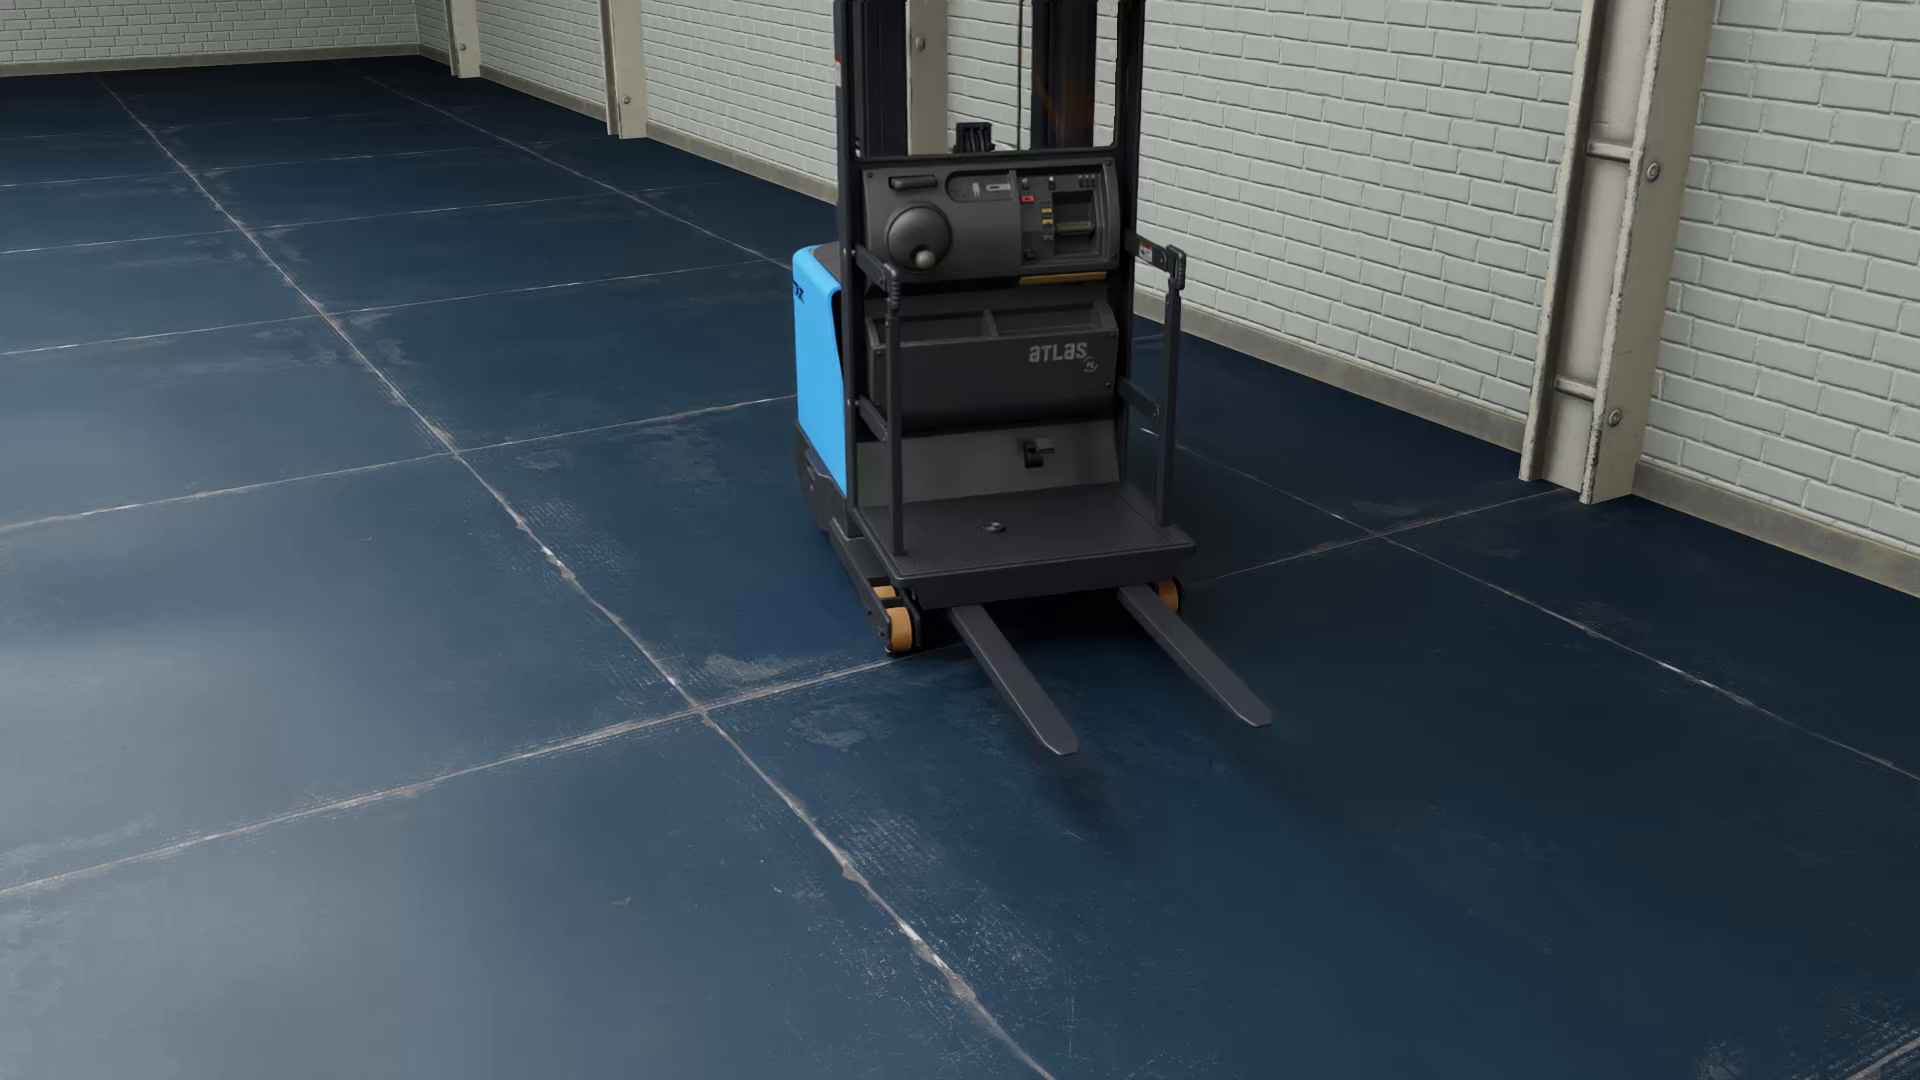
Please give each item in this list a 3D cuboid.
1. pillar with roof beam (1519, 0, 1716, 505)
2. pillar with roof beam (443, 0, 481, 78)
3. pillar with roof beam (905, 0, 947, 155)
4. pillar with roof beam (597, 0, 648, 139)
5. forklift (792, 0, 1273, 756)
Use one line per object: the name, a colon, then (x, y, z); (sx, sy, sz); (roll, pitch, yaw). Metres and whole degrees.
pillar with roof beam: (-0.952, -3.587, 3.685); (9.100, 9.000, 0.400); (-13, 25, -28)
pillar with roof beam: (-10.147, -9.413, 18.020); (9.100, 9.000, 0.400); (-13, 25, -28)
pillar with roof beam: (-4.017, -5.529, 8.463); (9.100, 9.000, 0.400); (-13, 25, -28)
pillar with roof beam: (-7.082, -7.471, 13.242); (9.100, 9.000, 0.400); (-13, 25, -28)
forklift: (0.180, -1.124, 5.684); (1.130, 2.935, 3.031); (-6, 23, -15)
